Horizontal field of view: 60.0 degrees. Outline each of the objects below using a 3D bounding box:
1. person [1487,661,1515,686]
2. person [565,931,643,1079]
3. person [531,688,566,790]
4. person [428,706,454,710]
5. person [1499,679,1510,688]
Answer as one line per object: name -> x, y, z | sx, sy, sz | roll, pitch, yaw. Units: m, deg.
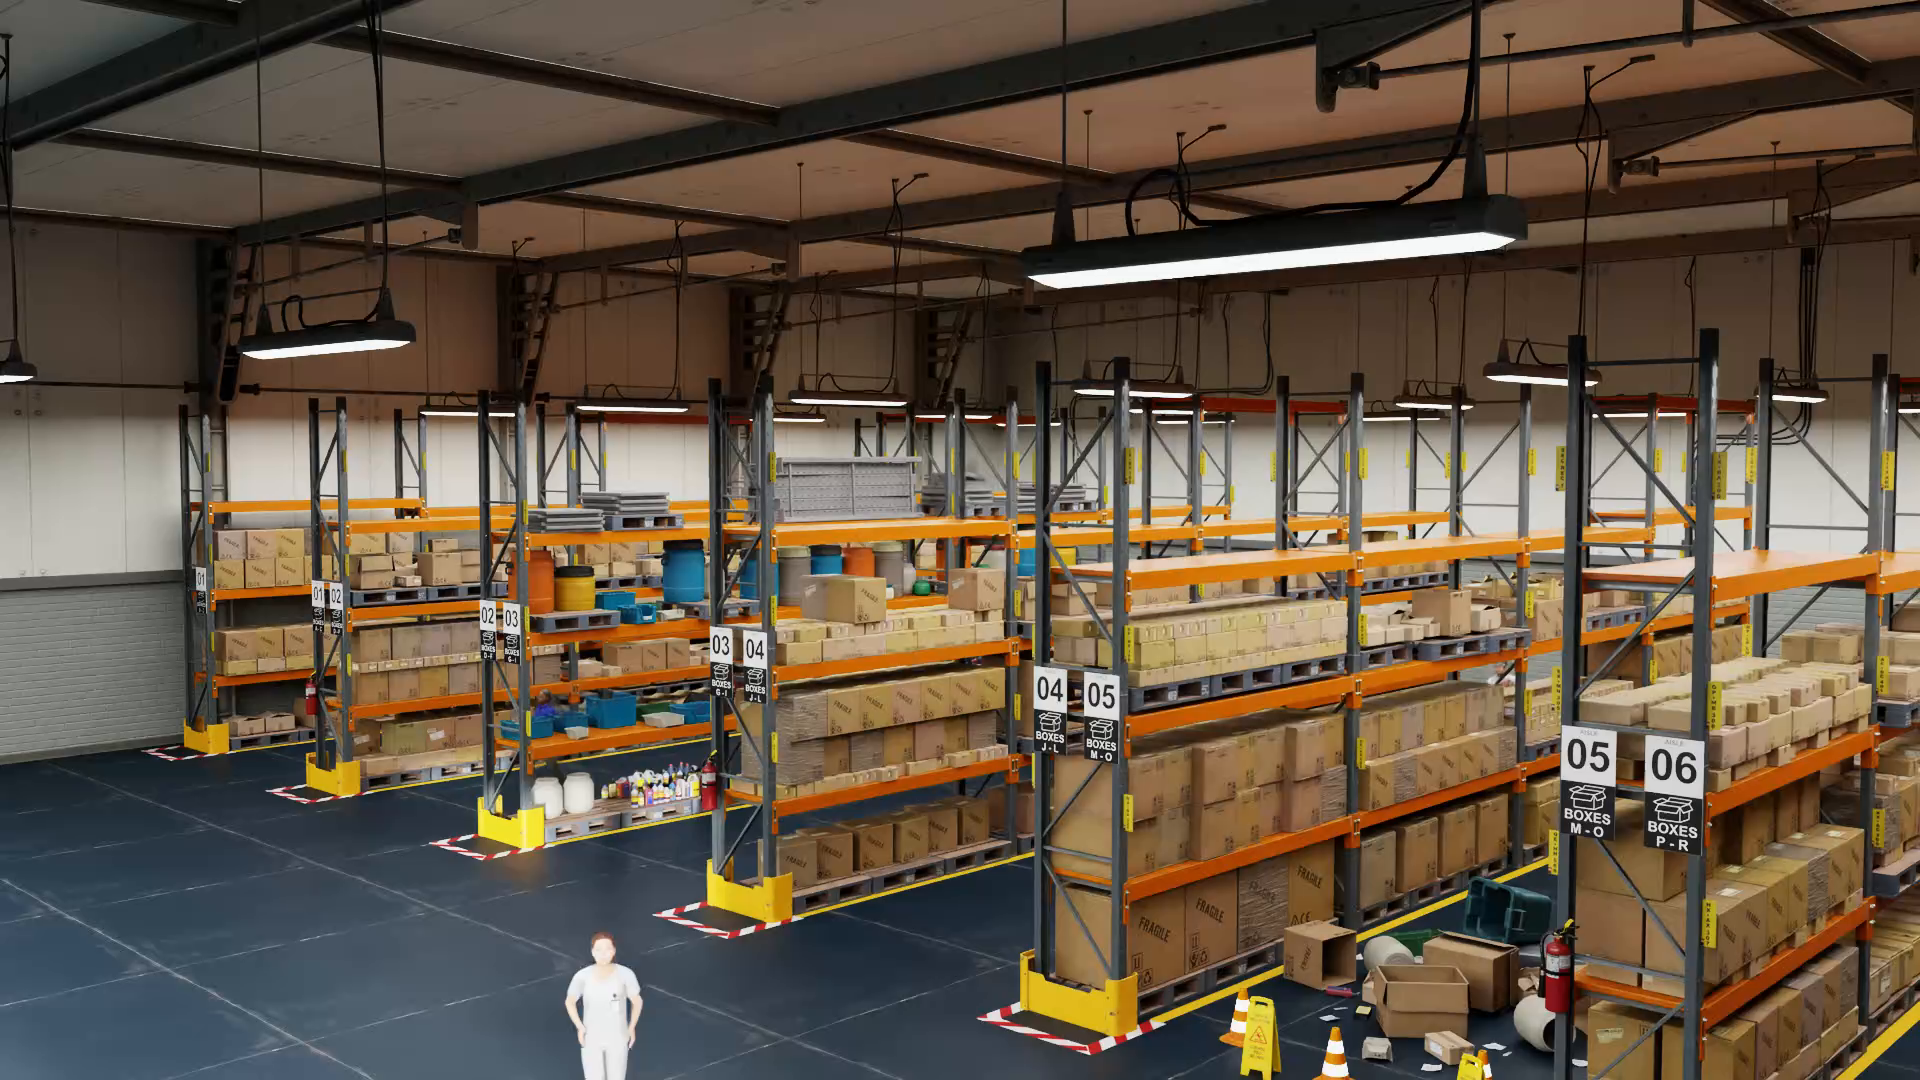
person -> 9.253, 2.842, 28.349 | 0.609, 1.627, 0.593 | 2, 3, 30
person -> -2.639, 3.706, 12.337 | 0.565, 1.639, 0.669 | -1, 3, -10
person -> -6.140, 3.047, 24.570 | 0.549, 1.721, 0.766 | 2, 4, 33
person -> -8.853, 2.790, 28.327 | 0.675, 1.794, 0.765 | 2, 4, 34
person -> 8.221, 2.955, 25.277 | 1.079, 1.658, 0.673 | -3, 4, -42
